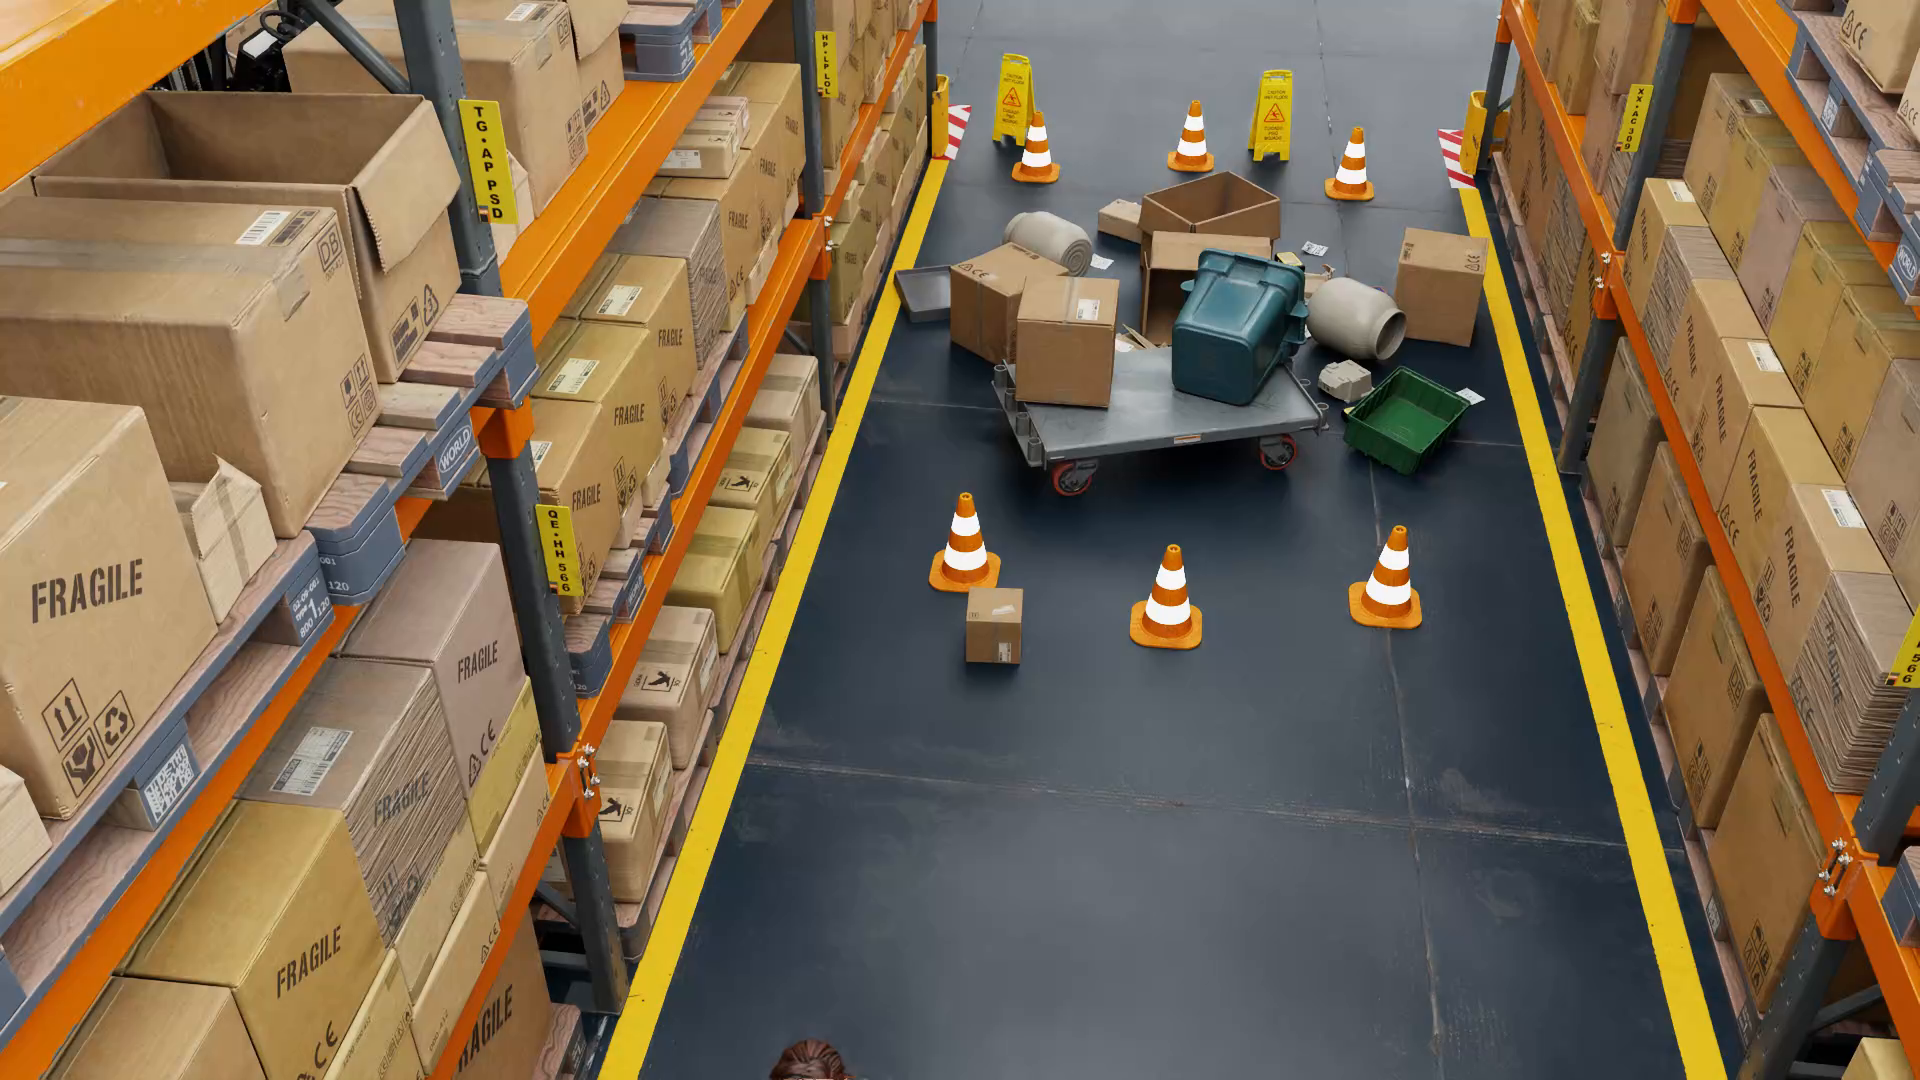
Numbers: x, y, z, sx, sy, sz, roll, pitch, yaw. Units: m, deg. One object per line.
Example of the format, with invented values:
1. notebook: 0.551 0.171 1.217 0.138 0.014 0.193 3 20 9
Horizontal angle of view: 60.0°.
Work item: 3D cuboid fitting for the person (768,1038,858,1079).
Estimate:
1. person: -0.398 1.968 4.342 0.459 1.616 0.969 6 37 8
